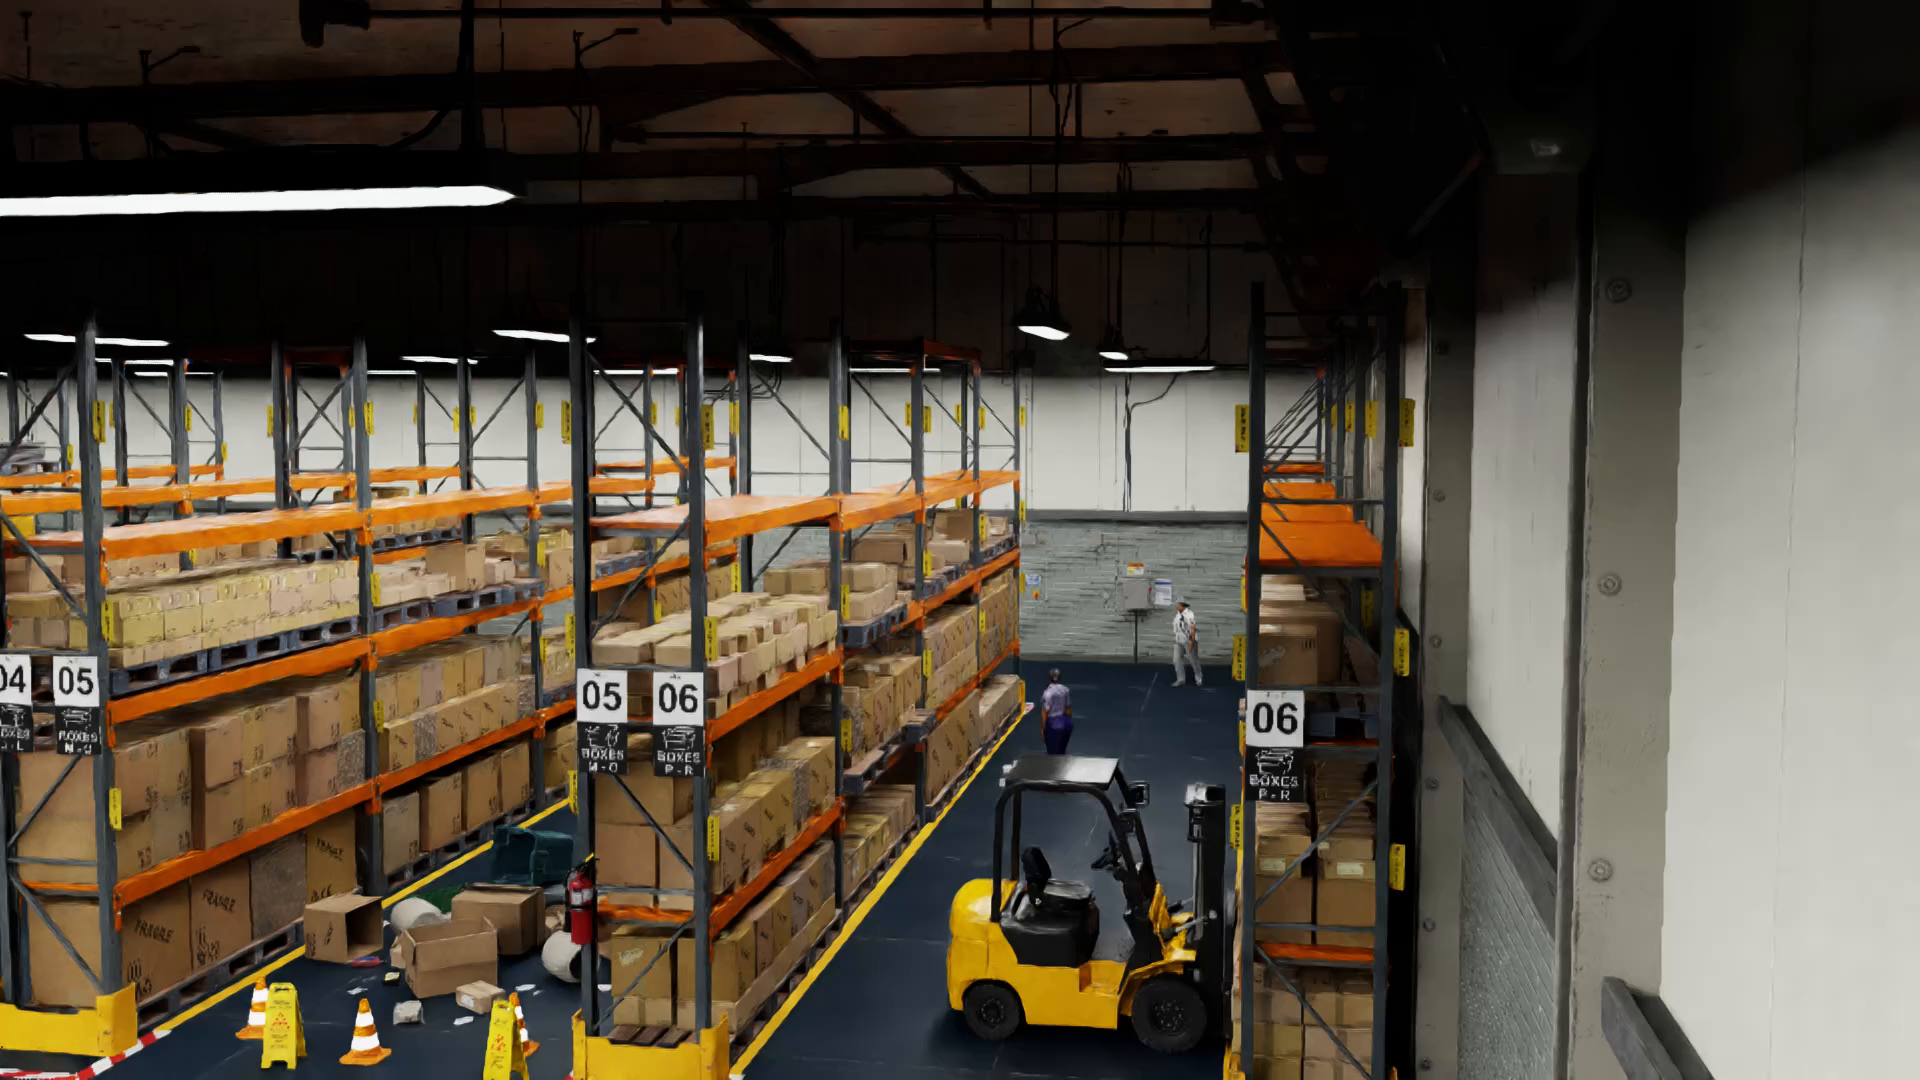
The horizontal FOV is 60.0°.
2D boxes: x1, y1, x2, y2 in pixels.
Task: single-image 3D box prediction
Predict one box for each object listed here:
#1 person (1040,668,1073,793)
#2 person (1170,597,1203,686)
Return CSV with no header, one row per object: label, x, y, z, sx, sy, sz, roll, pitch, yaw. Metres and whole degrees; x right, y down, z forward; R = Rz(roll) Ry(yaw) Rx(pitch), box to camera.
person,1.264,2.540,22.373,0.556,1.632,0.598,4,6,41
person,4.215,1.873,30.783,0.576,1.650,0.531,-3,5,-31
